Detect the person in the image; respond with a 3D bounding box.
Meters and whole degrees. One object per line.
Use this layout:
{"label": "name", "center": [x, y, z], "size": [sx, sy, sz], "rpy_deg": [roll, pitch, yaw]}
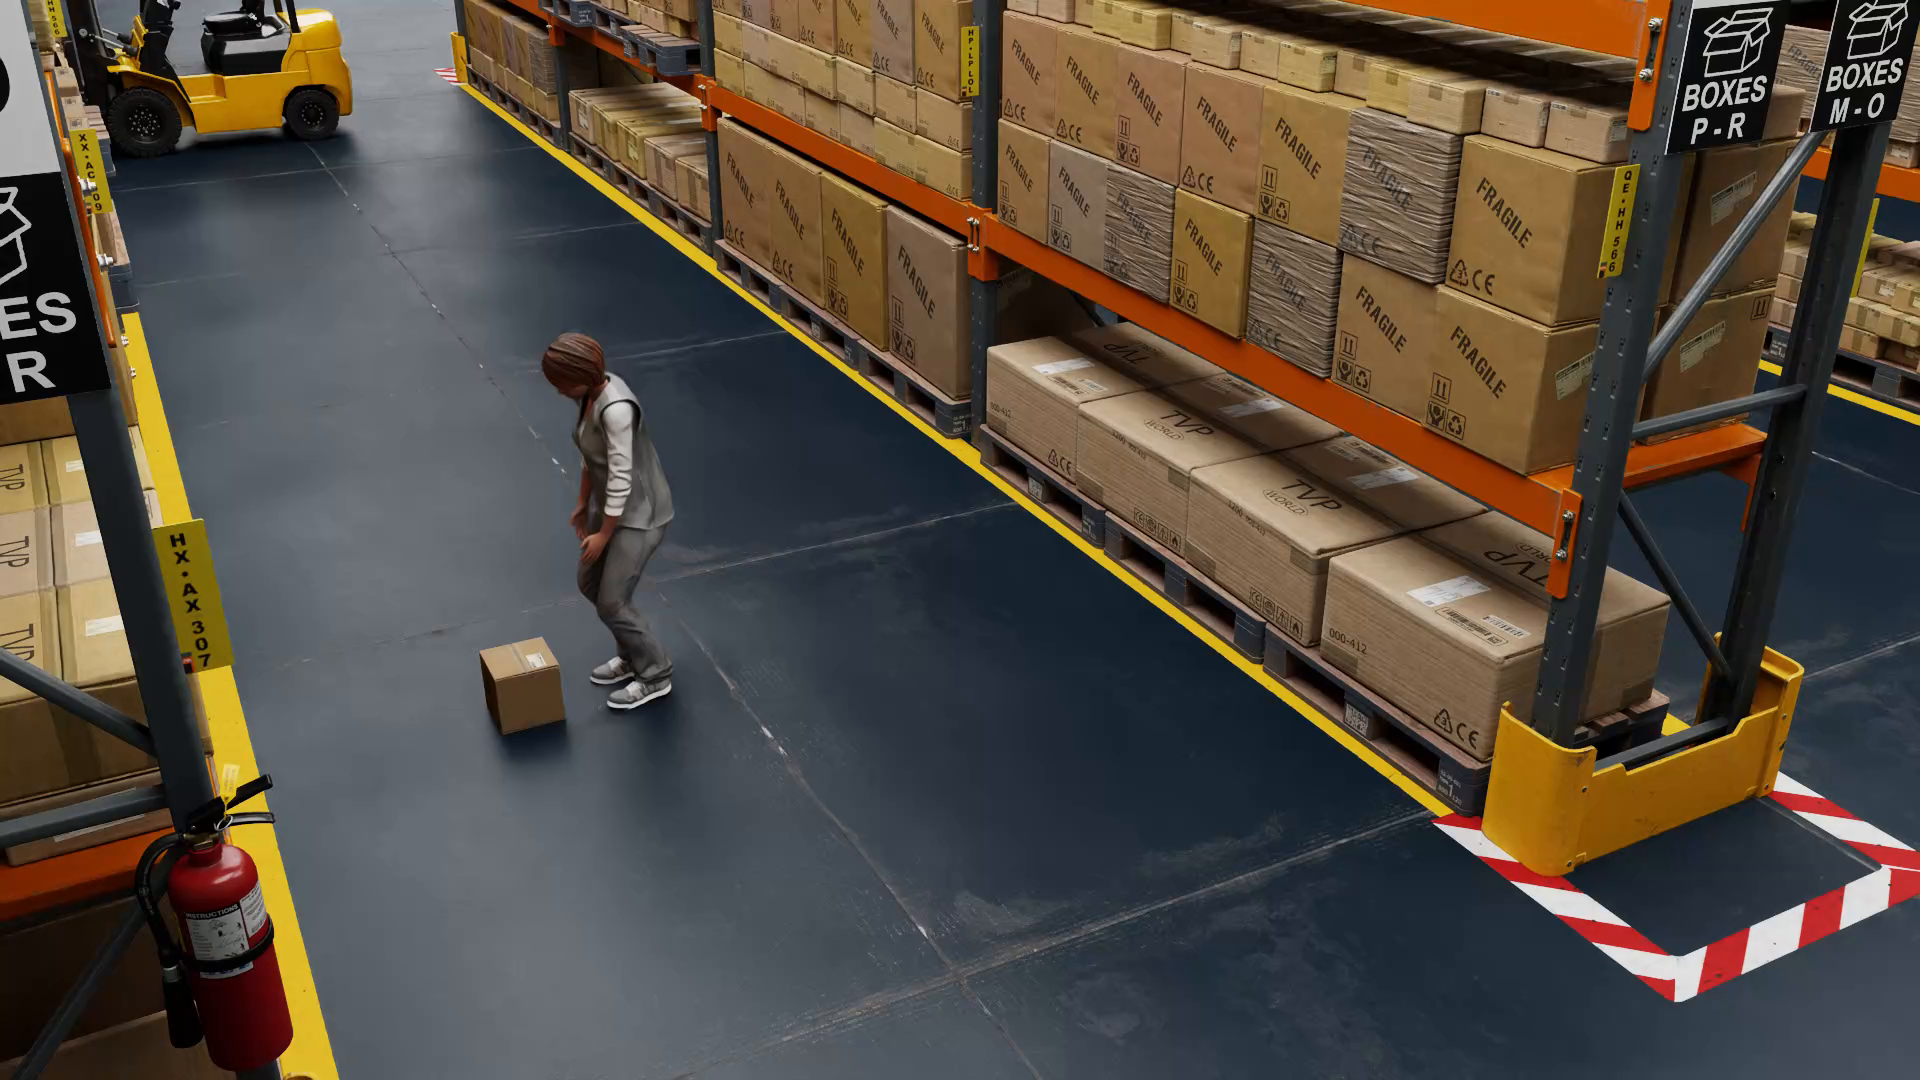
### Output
{"label": "person", "center": [-1.311, -0.074, 6.368], "size": [0.437, 1.527, 0.437], "rpy_deg": [-12, 28, -24]}
